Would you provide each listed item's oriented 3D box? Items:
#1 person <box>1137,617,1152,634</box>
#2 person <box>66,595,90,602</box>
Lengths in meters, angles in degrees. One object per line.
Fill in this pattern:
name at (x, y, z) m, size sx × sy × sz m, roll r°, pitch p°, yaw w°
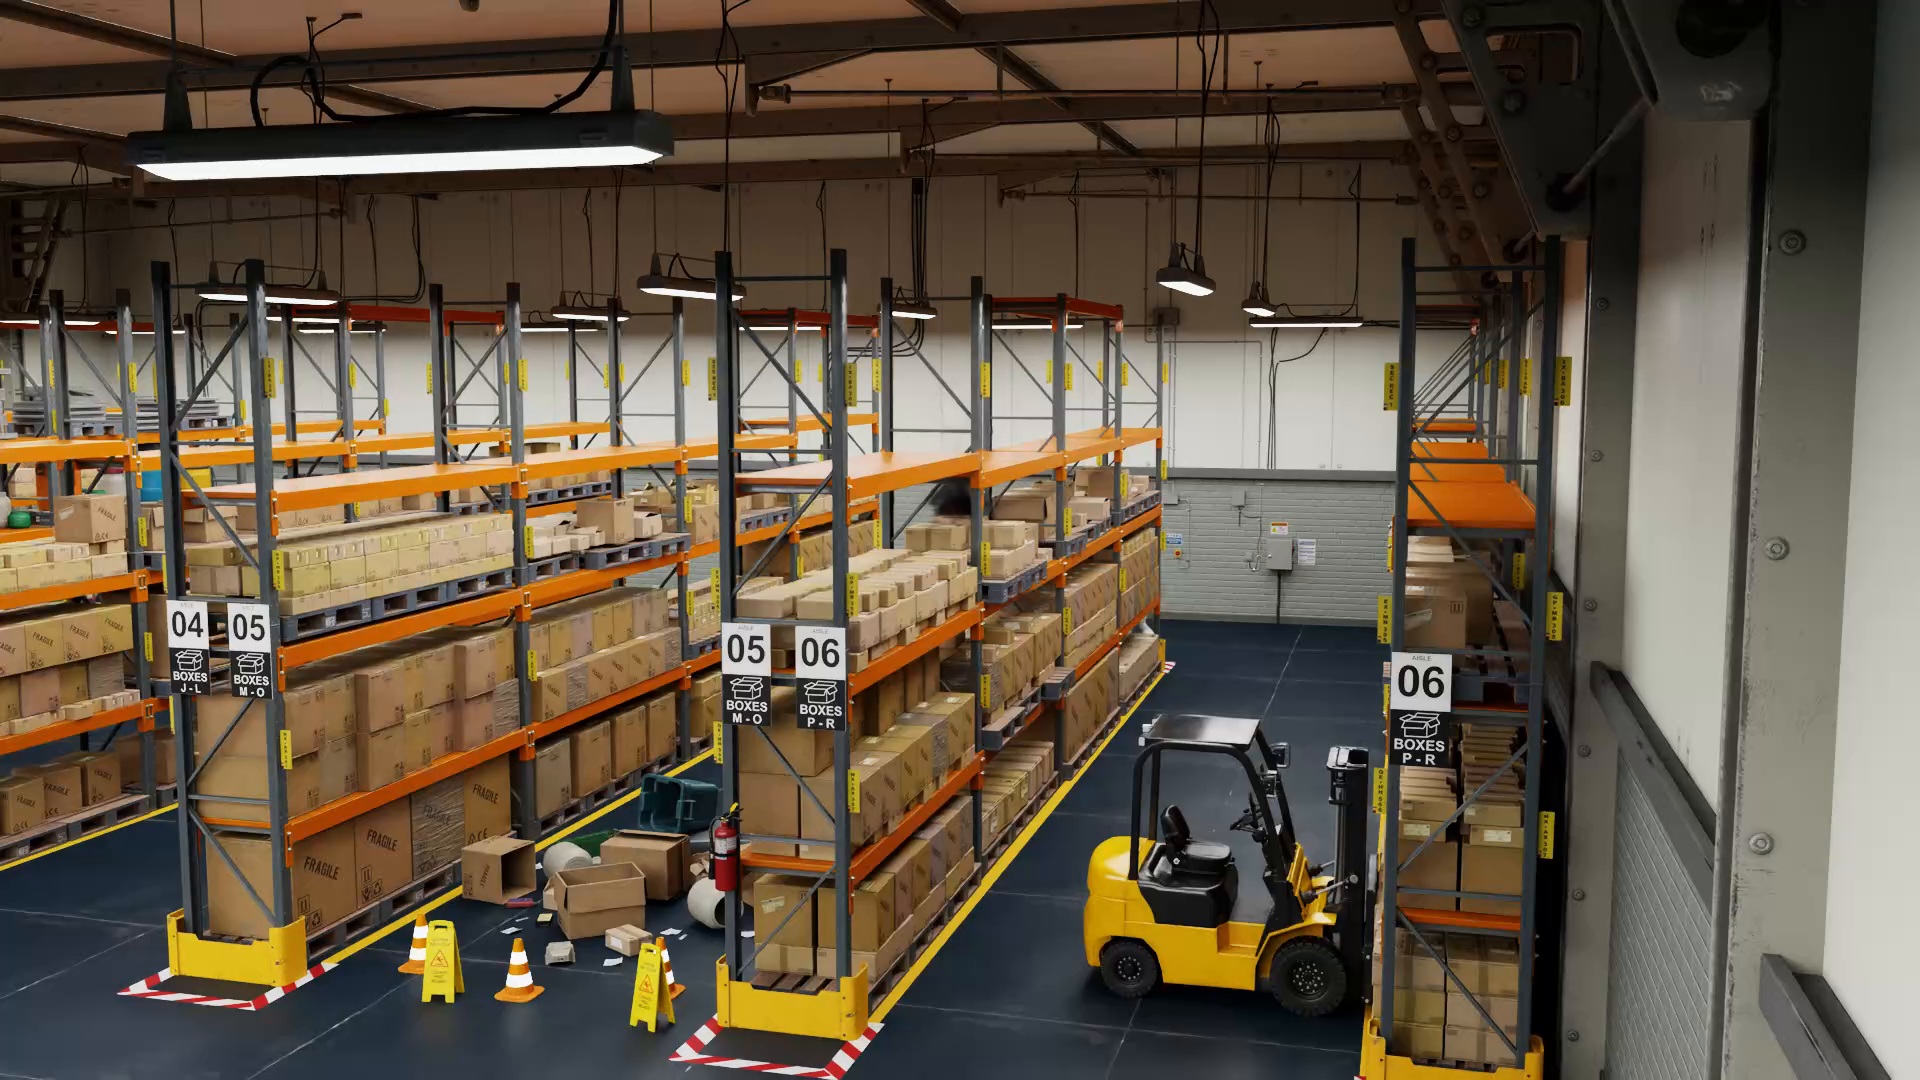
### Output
person at (3.012, 1.140, 29.550) m, size 0.863 × 1.779 × 0.732 m, roll 6°, pitch 8°, yaw 43°
person at (-15.194, 1.333, 28.657) m, size 0.533 × 1.629 × 0.821 m, roll 1°, pitch 6°, yaw 5°
